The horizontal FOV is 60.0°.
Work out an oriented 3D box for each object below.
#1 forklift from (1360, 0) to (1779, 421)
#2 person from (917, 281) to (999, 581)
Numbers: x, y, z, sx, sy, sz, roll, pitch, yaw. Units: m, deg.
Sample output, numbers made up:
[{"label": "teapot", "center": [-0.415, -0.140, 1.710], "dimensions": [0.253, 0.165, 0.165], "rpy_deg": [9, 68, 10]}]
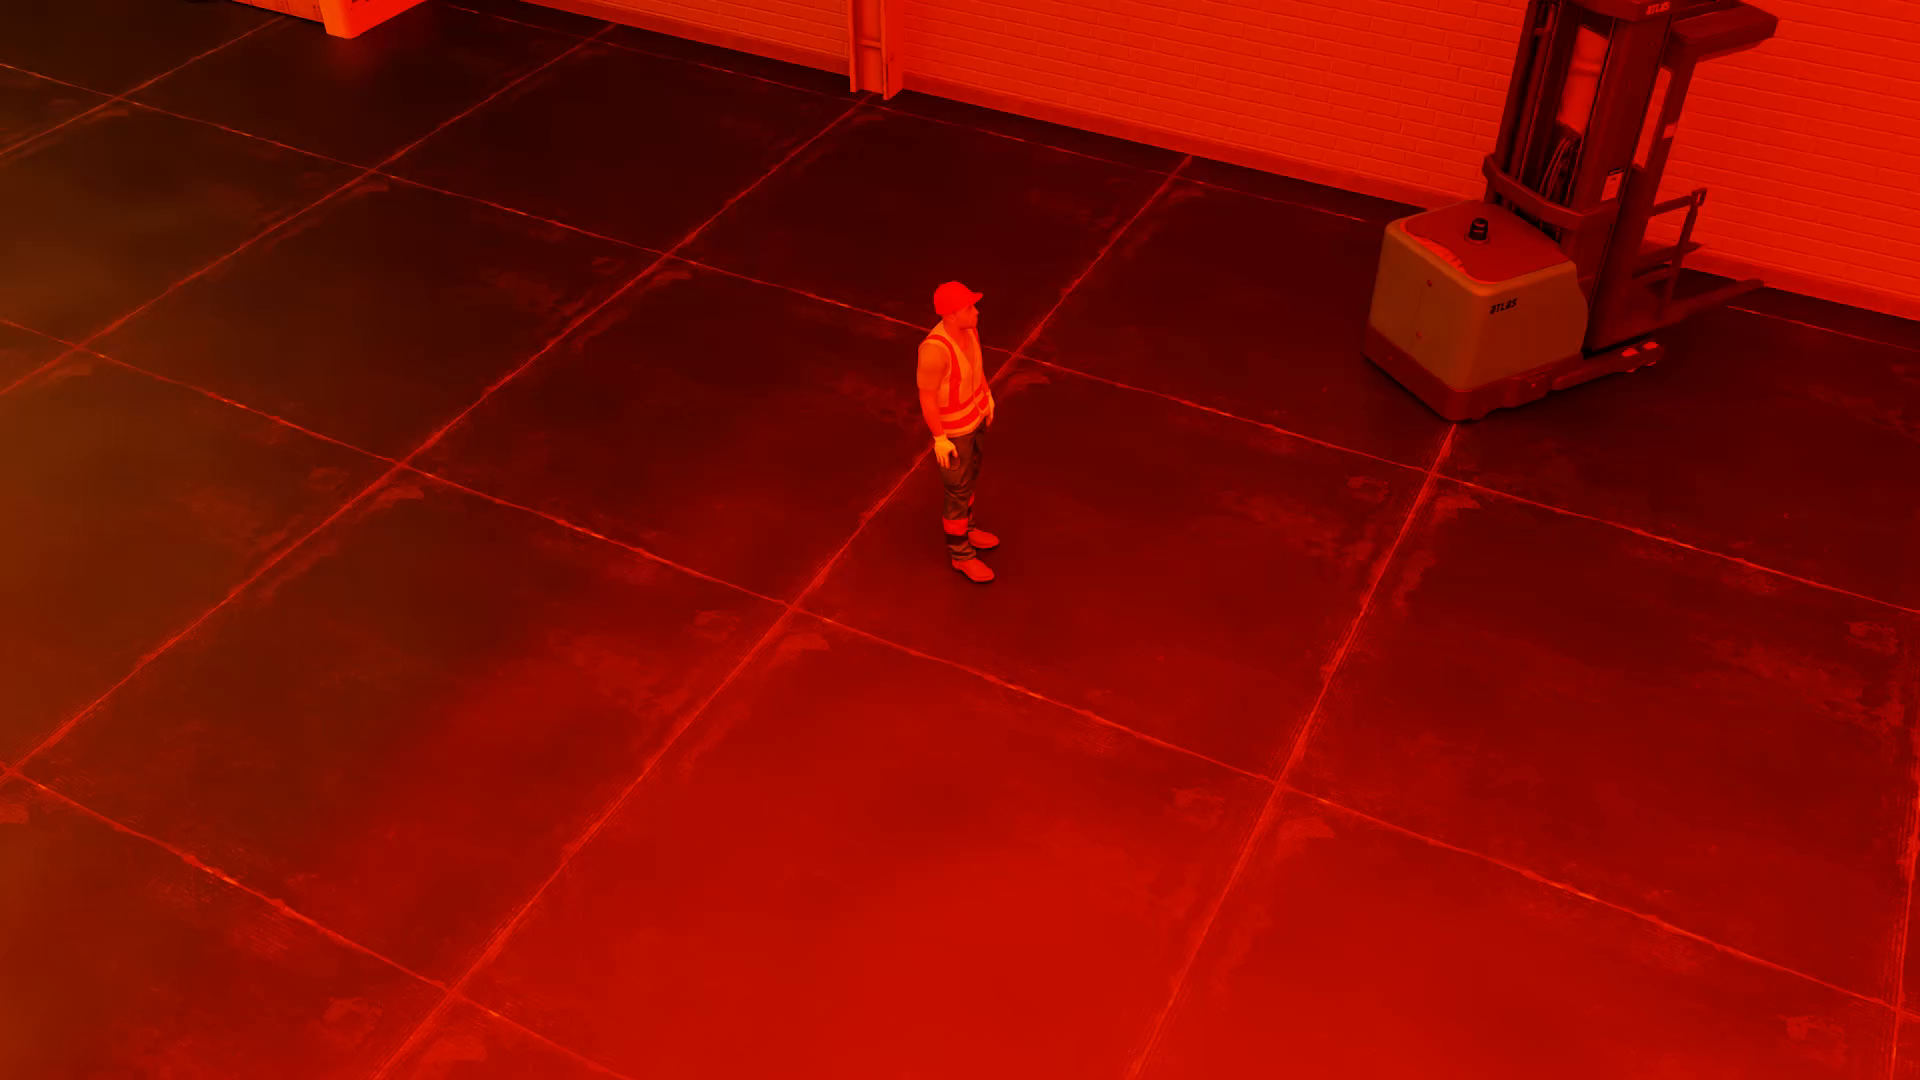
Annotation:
[{"label": "forklift", "center": [4.380, -2.578, 11.048], "dimensions": [3.031, 2.935, 1.130], "rpy_deg": [-18, 43, -20]}, {"label": "person", "center": [0.067, -0.660, 9.645], "dimensions": [0.562, 1.789, 0.638], "rpy_deg": [18, 43, 21]}]
